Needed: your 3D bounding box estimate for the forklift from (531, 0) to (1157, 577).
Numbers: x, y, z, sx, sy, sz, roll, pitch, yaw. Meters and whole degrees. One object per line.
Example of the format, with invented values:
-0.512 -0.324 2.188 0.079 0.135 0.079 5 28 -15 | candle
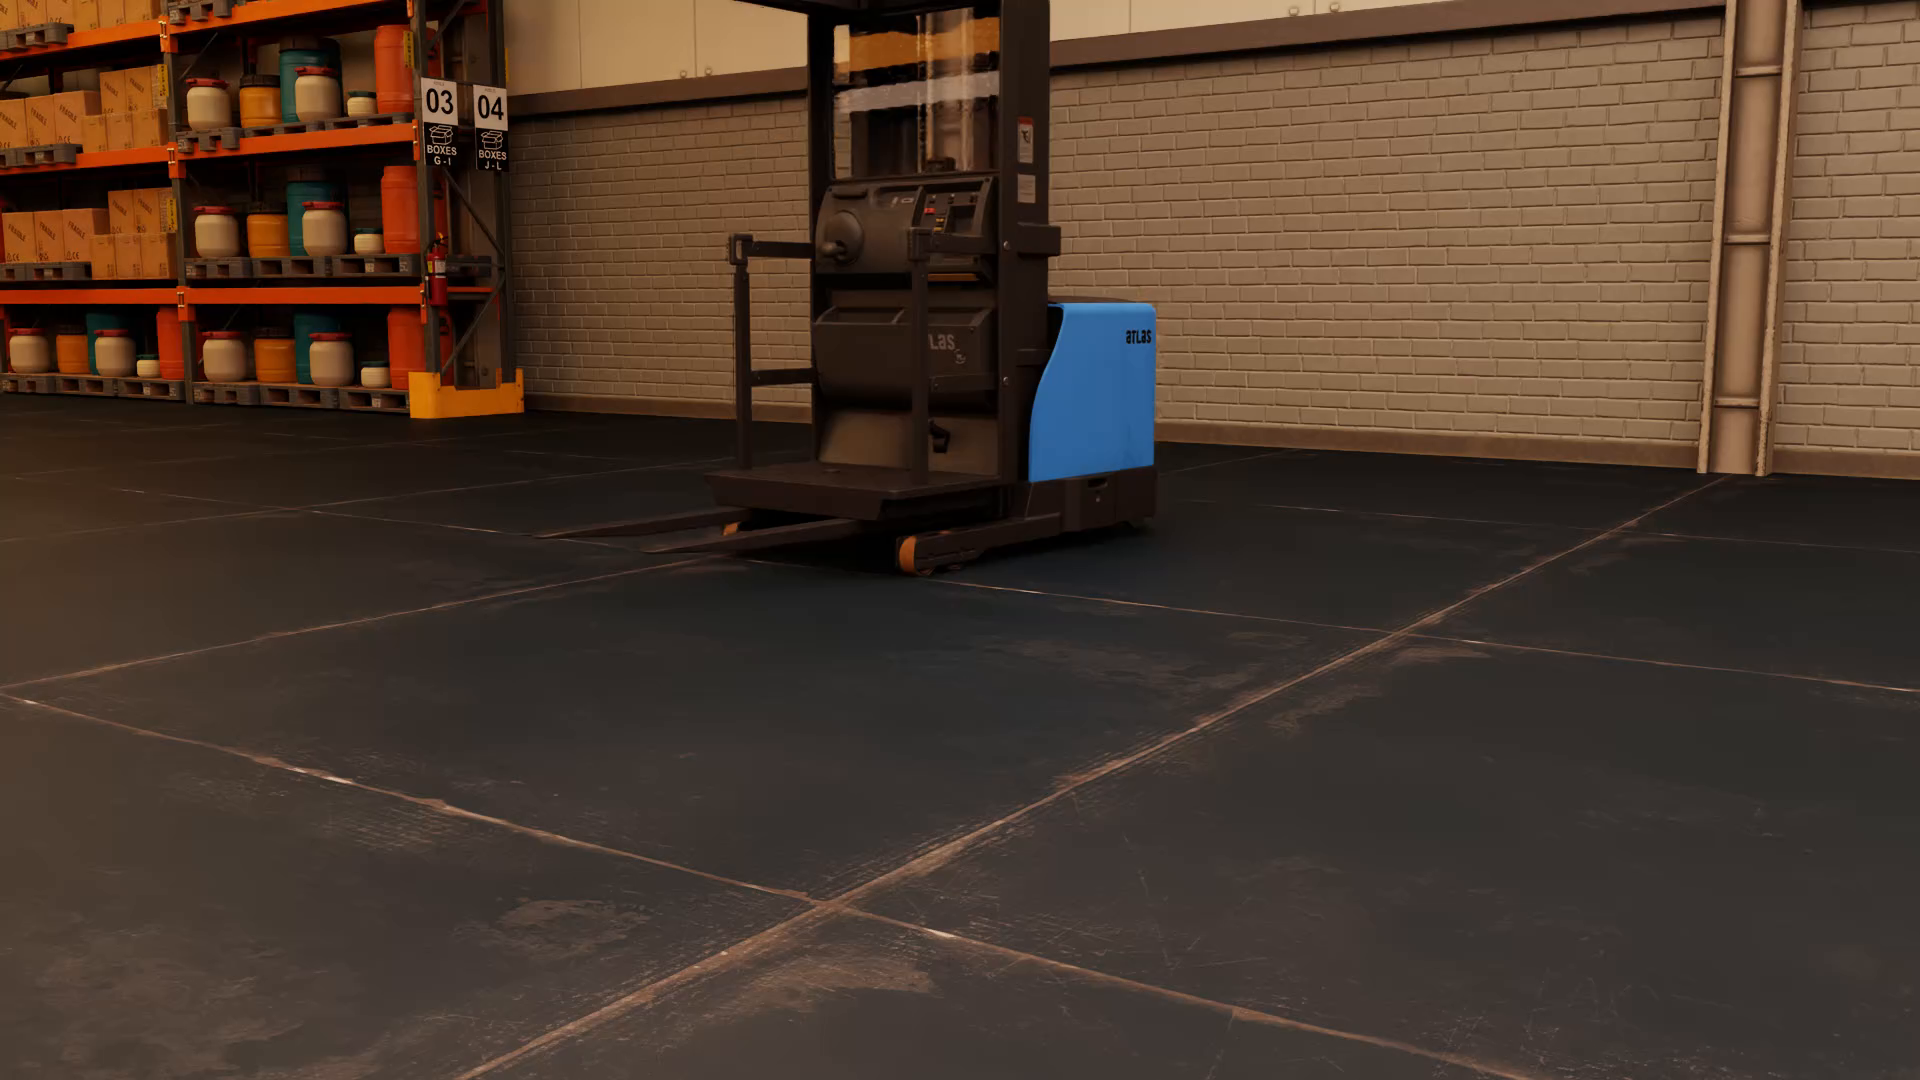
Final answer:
-0.377 -1.383 6.921 1.130 2.935 3.031 6 10 38 | forklift
